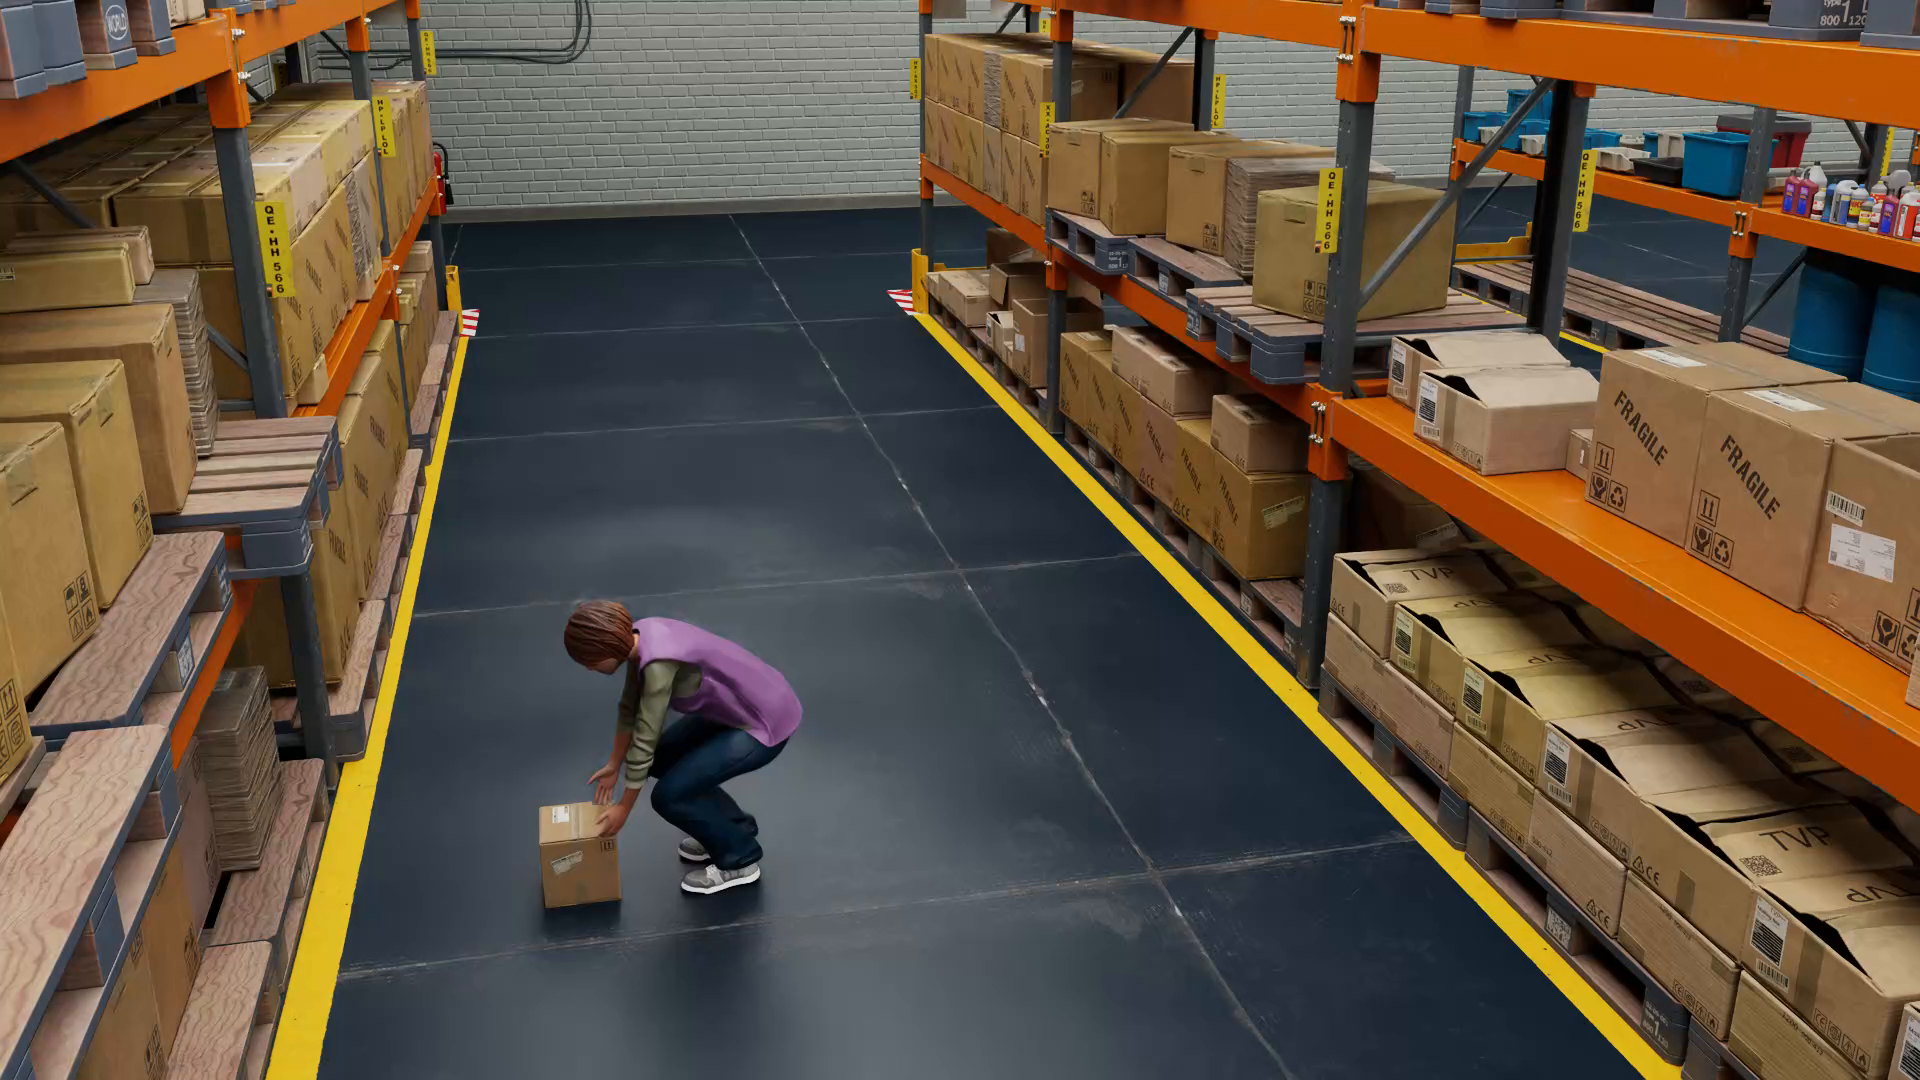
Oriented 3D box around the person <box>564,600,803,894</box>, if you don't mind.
[{"bbox_3d":[-0.900,0.668,5.554,0.762,1.048,0.459,-5,20,-13],"label":"person"}]
